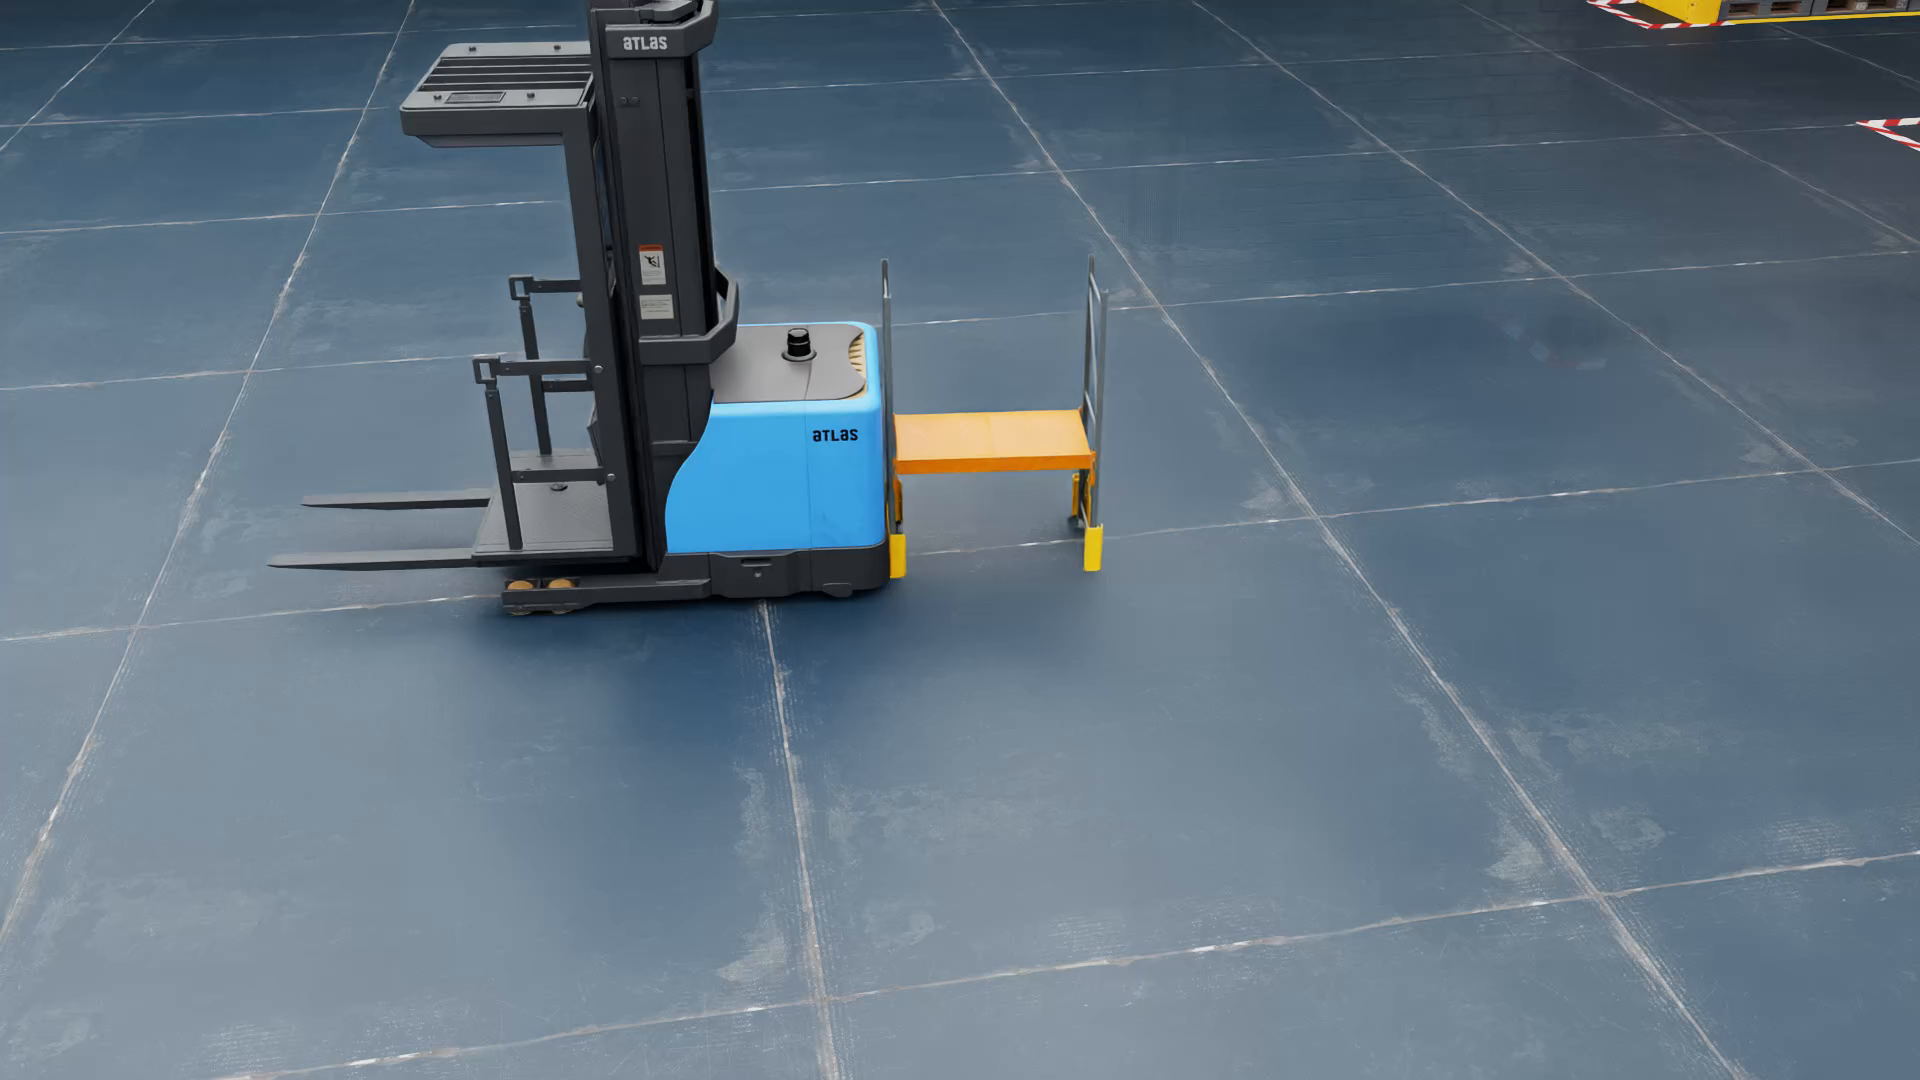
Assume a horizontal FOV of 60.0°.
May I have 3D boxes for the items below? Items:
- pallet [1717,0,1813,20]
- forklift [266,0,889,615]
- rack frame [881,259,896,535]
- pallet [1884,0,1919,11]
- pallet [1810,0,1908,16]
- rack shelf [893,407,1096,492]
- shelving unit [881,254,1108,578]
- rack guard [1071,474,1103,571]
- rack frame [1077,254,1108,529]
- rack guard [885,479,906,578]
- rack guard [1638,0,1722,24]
[{"bbox_3d":[8.972,-6.233,19.142,1.213,0.211,1.003,-5,31,-9],"label":"pallet"},{"bbox_3d":[-1.897,-1.174,7.854,3.031,2.935,1.130,-2,31,-3],"label":"forklift"},{"bbox_3d":[-0.353,-0.602,8.294,0.032,1.500,0.500,-2,31,-3],"label":"rack frame"},{"bbox_3d":[11.372,-6.456,19.521,1.213,0.211,1.003,-5,31,-9],"label":"pallet"},{"bbox_3d":[10.169,-6.343,19.328,1.213,0.211,1.003,-5,31,-9],"label":"pallet"},{"bbox_3d":[0.154,-0.464,8.414,1.000,0.185,0.538,-2,31,-3],"label":"rack shelf"},{"bbox_3d":[0.163,-0.619,8.323,1.083,1.500,0.587,-2,31,-3],"label":"shelving unit"},{"bbox_3d":[0.660,-0.097,8.668,0.087,0.250,0.587,-2,31,-3],"label":"rack guard"},{"bbox_3d":[0.661,-0.636,8.351,0.032,1.500,0.500,-2,31,-3],"label":"rack frame"},{"bbox_3d":[-0.334,-0.064,8.612,0.087,0.250,0.587,-2,31,-3],"label":"rack guard"},{"bbox_3d":[8.204,-6.264,18.910,0.348,0.500,1.175,-5,31,-9],"label":"rack guard"}]
